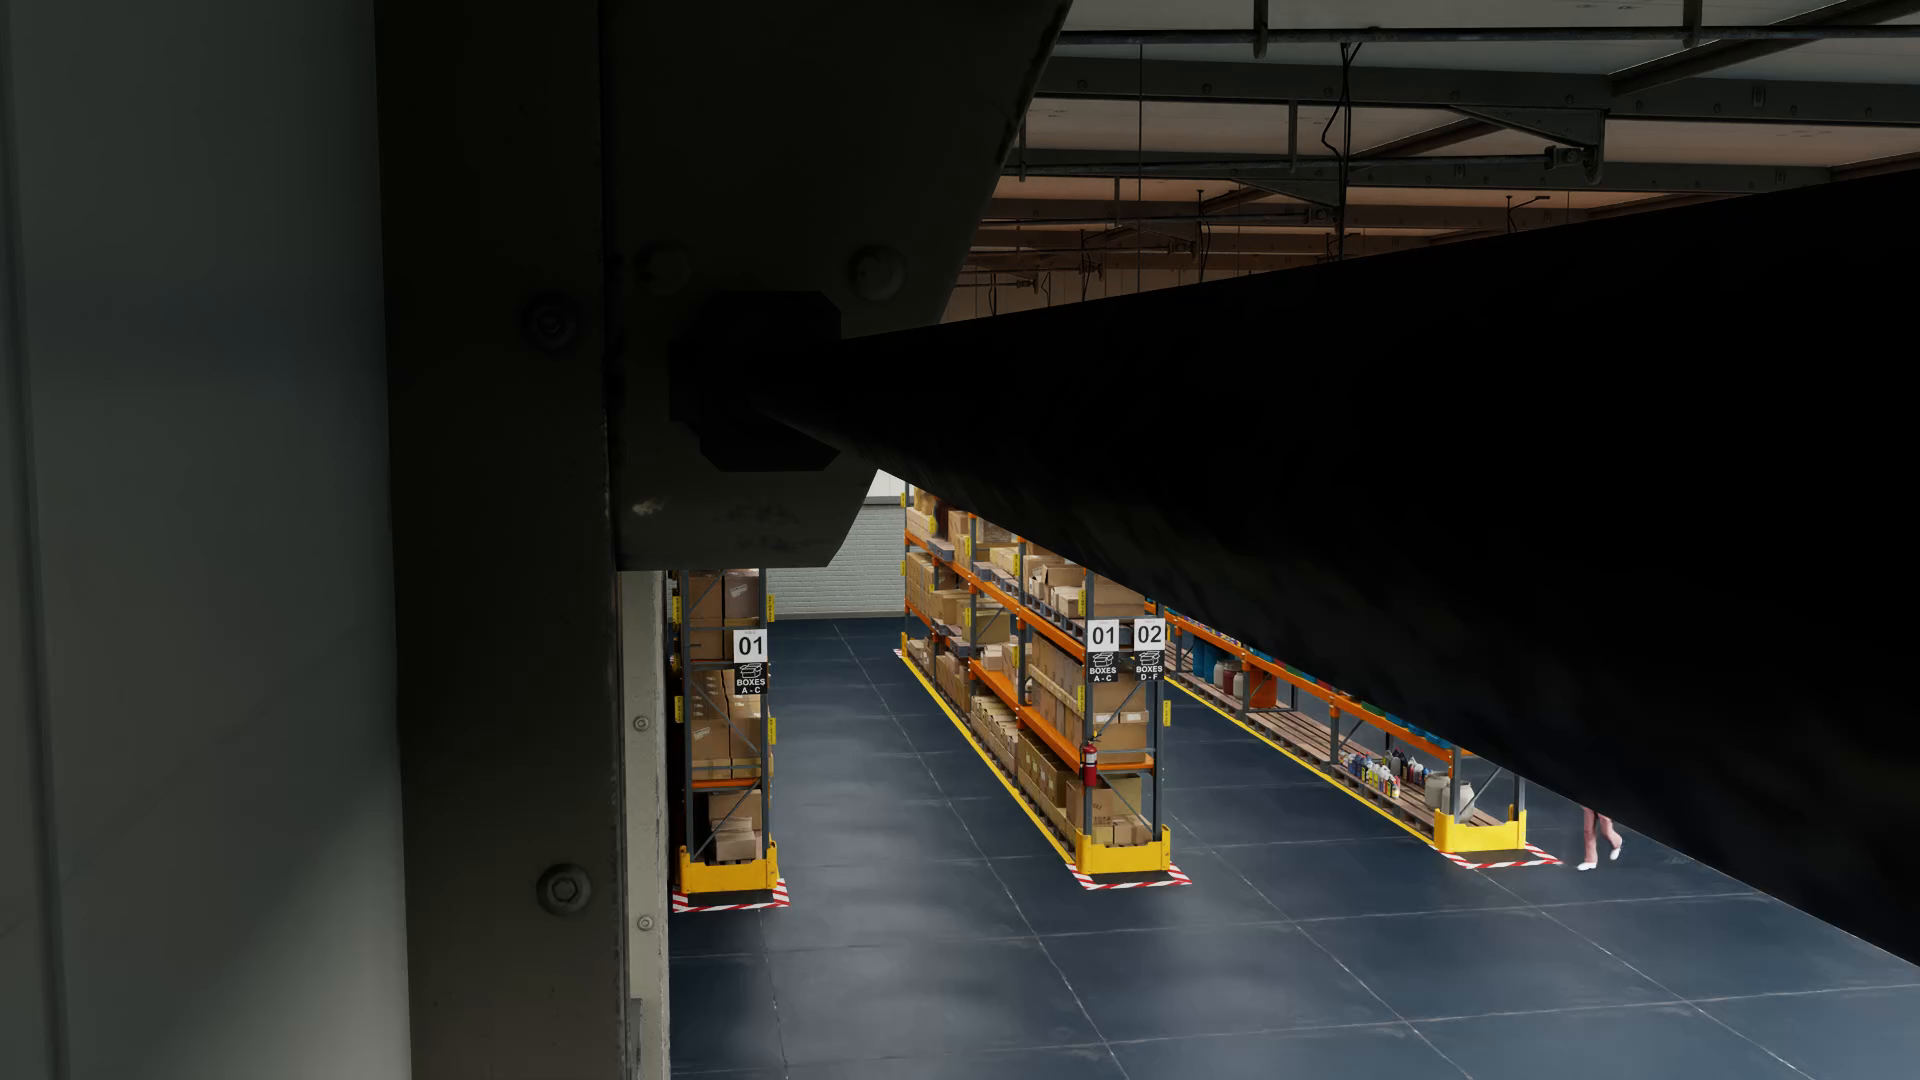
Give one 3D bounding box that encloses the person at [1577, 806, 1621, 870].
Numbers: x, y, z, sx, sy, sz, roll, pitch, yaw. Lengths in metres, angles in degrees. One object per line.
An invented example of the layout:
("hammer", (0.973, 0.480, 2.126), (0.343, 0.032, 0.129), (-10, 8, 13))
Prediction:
("person", (8.116, 3.325, 21.014), (0.434, 1.660, 0.687), (6, 8, 44))
